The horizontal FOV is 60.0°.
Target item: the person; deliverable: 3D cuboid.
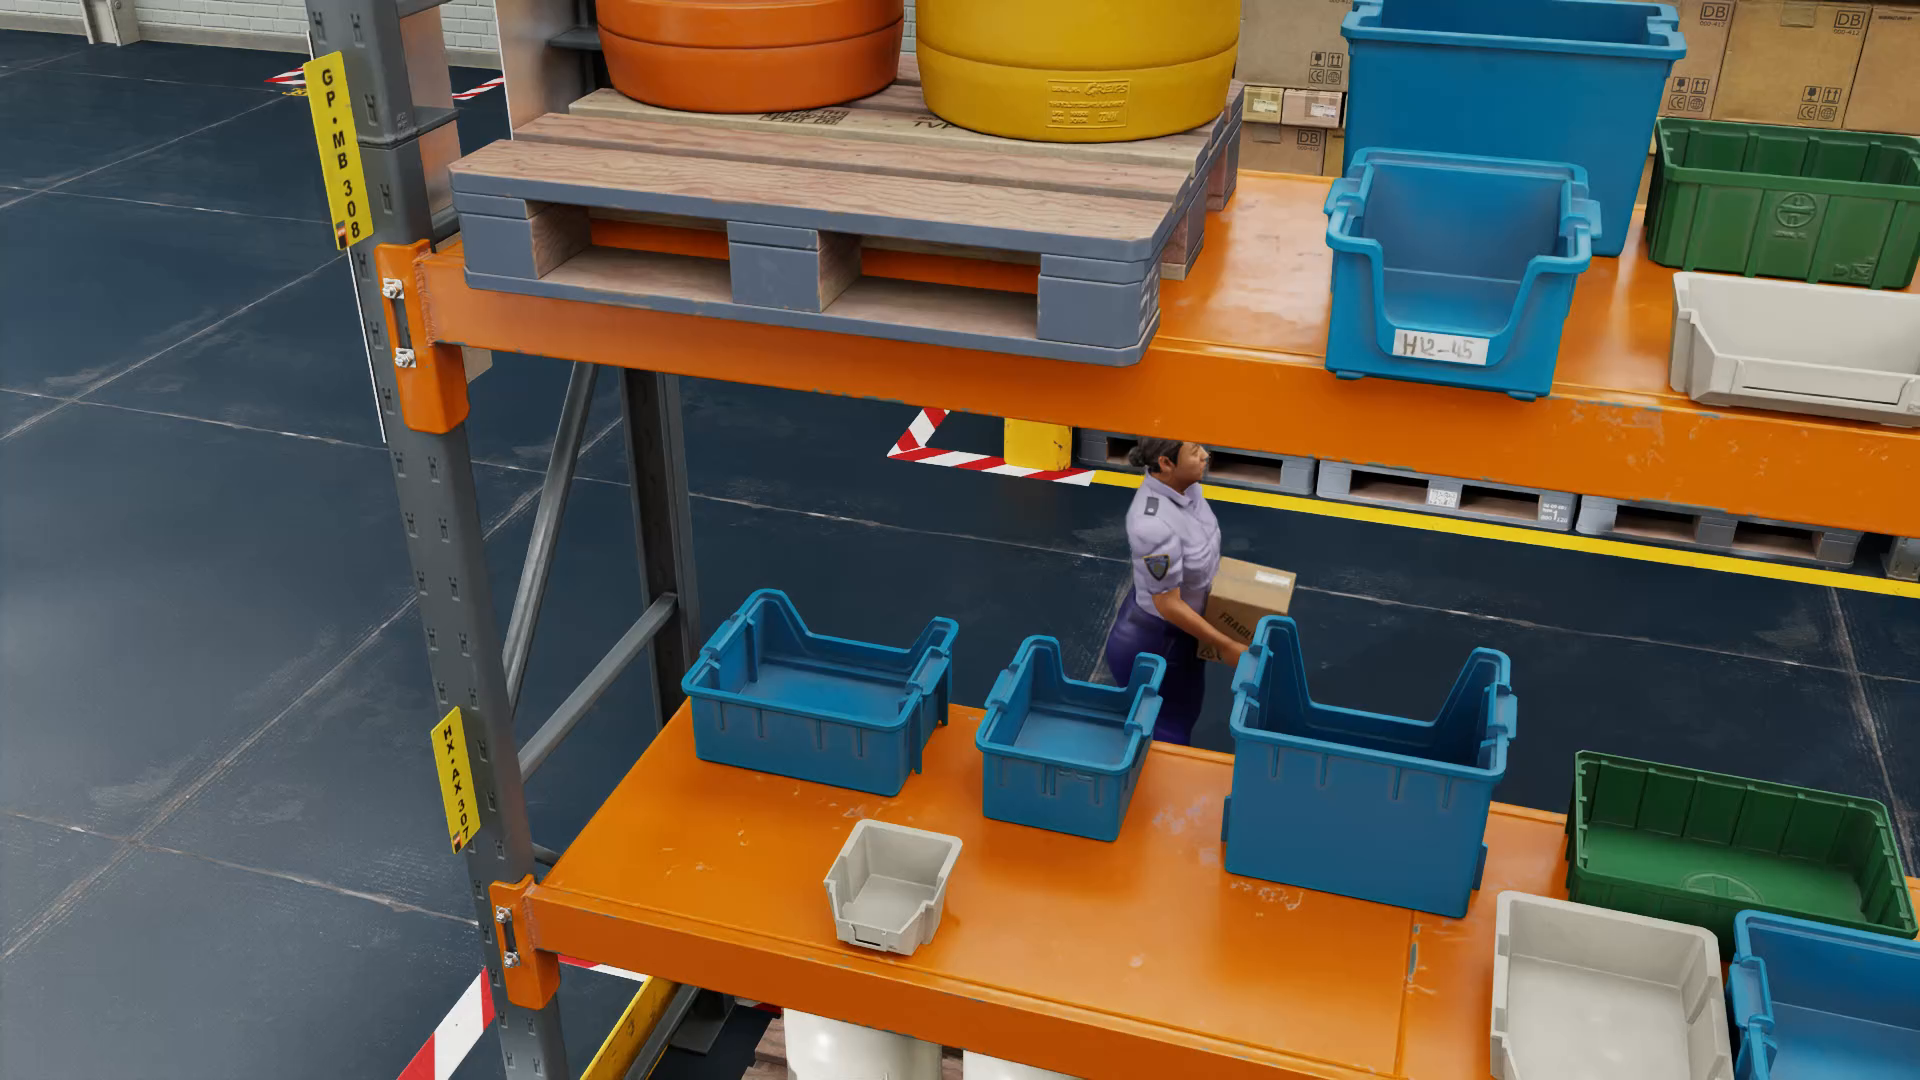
[{"bbox_3d":[0.695,0.331,5.546,0.364,1.652,0.557,8,30,13],"label":"person"}]
